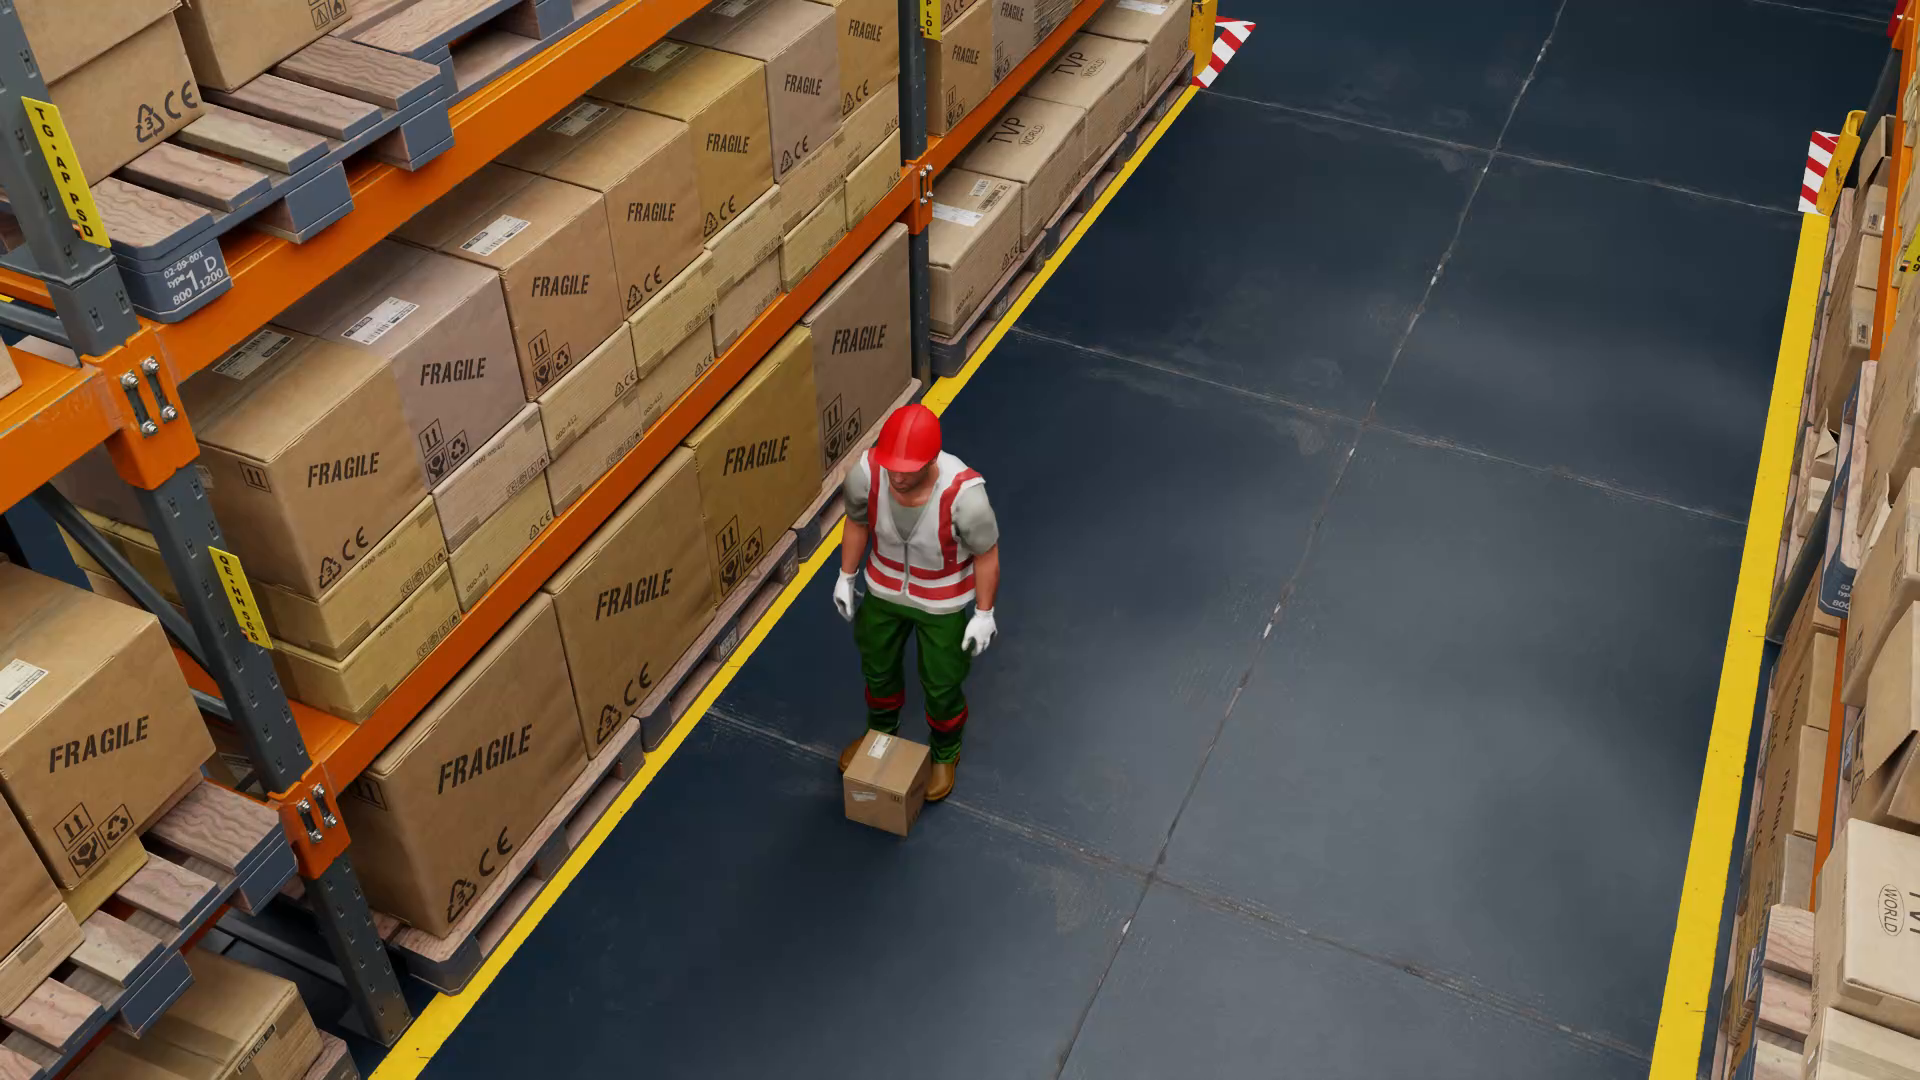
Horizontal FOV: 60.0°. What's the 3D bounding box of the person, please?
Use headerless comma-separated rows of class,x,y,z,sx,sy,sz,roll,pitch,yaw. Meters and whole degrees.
person,-0.175,0.215,5.907,0.613,1.779,0.455,17,44,19
